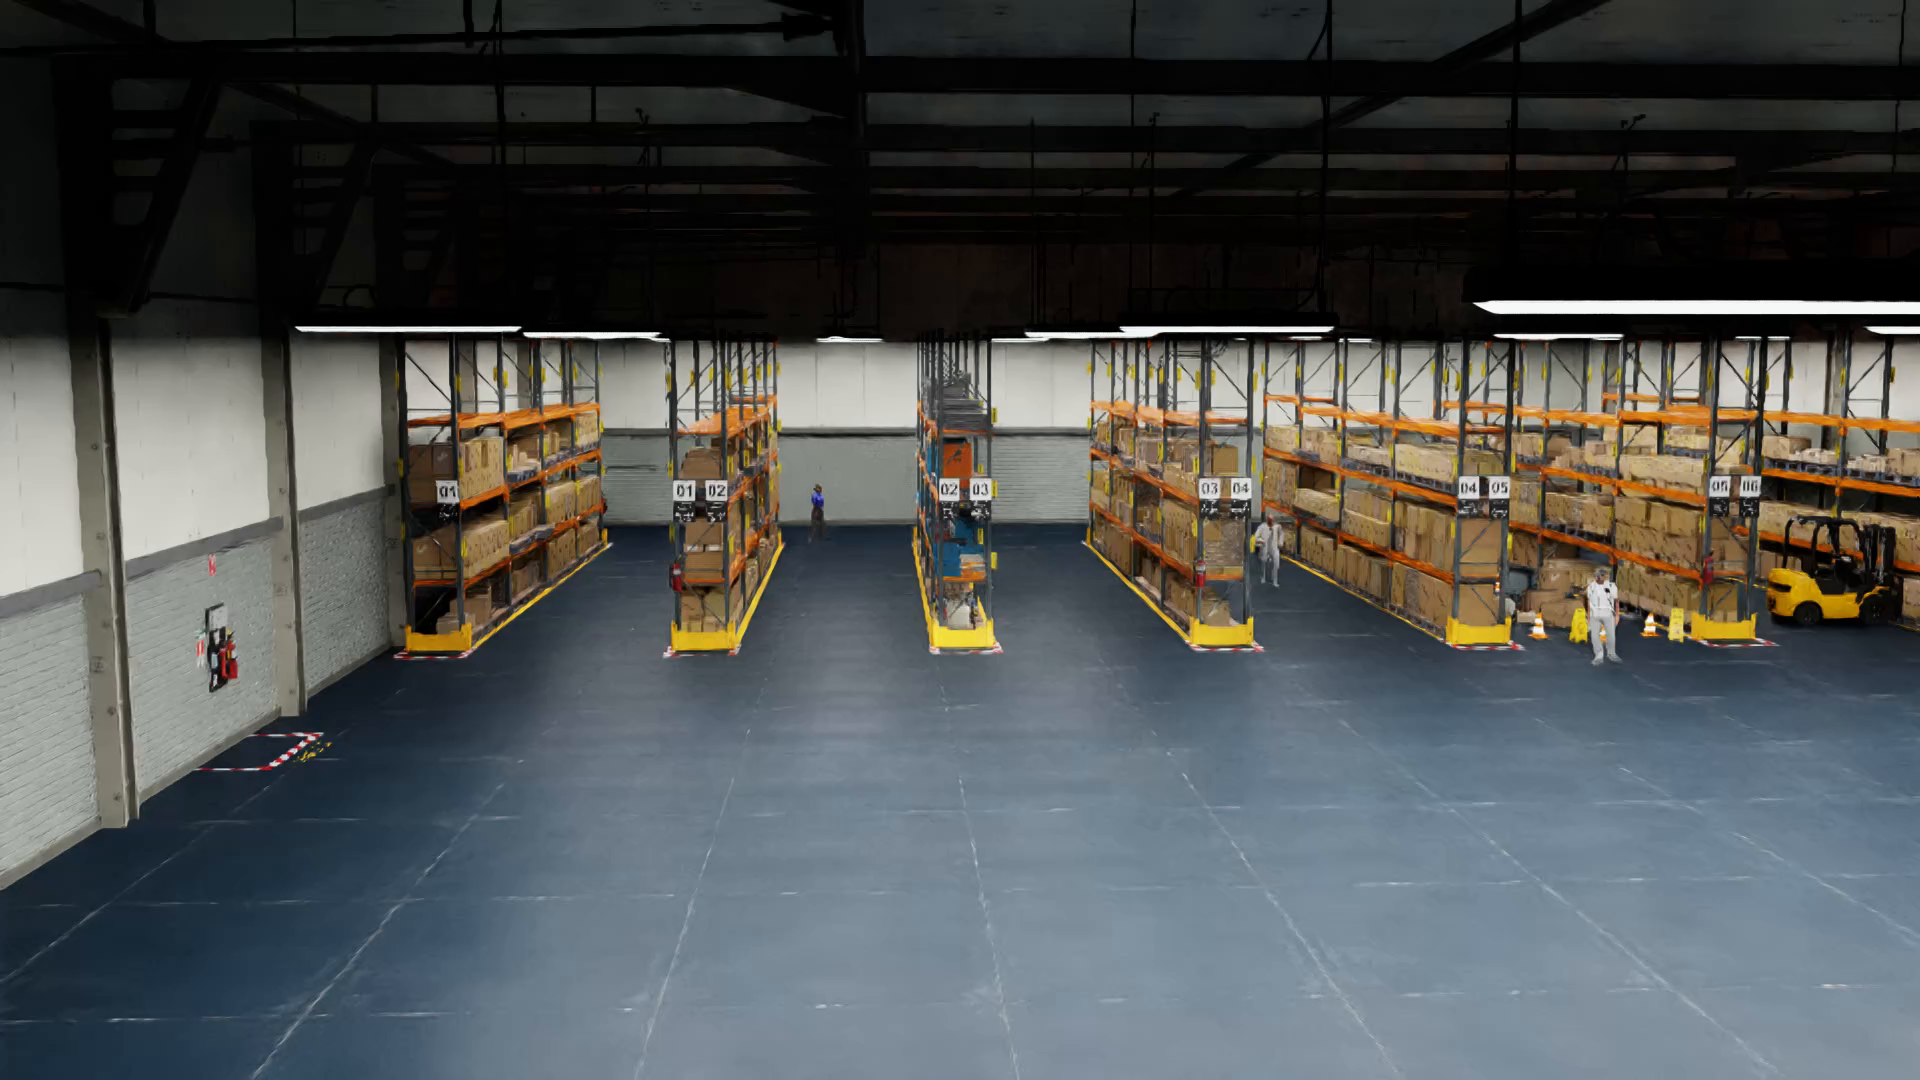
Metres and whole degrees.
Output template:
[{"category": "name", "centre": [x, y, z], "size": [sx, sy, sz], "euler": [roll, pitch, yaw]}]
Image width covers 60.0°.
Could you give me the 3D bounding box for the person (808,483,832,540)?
[{"category": "person", "centre": [-4.139, -0.834, 48.609], "size": [0.523, 1.650, 0.683], "euler": [4, 8, 30]}]

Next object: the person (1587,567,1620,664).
[{"category": "person", "centre": [11.583, 1.343, 29.907], "size": [0.598, 1.745, 0.584], "euler": [5, 8, 34]}]

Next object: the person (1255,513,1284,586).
[{"category": "person", "centre": [7.361, 0.207, 39.586], "size": [0.736, 1.717, 0.904], "euler": [0, 7, 2]}]
